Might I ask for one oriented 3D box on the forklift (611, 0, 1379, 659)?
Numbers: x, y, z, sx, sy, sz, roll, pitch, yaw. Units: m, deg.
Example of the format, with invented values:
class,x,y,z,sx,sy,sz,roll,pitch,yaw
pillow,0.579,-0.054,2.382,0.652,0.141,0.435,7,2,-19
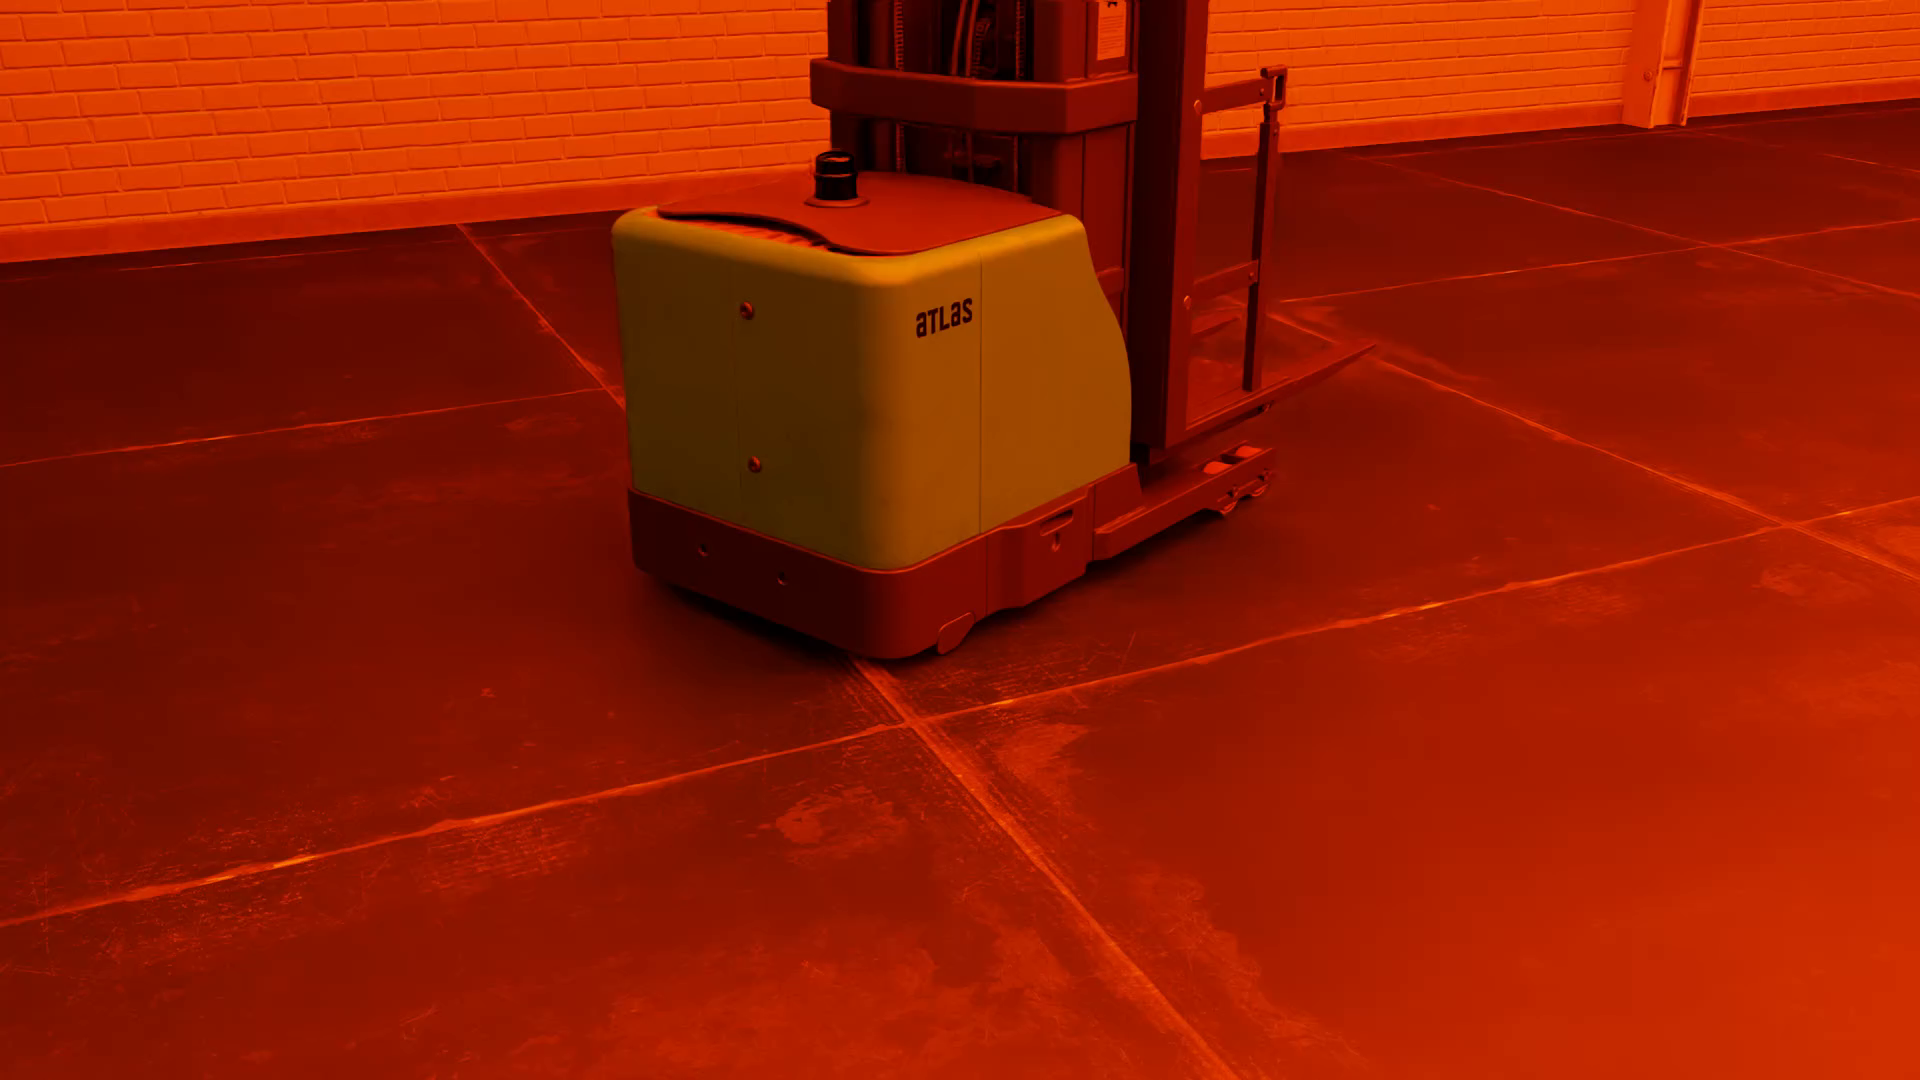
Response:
class,x,y,z,sx,sy,sz,roll,pitch,yaw
forklift,0.385,-1.545,5.005,1.130,2.935,3.031,18,28,36
